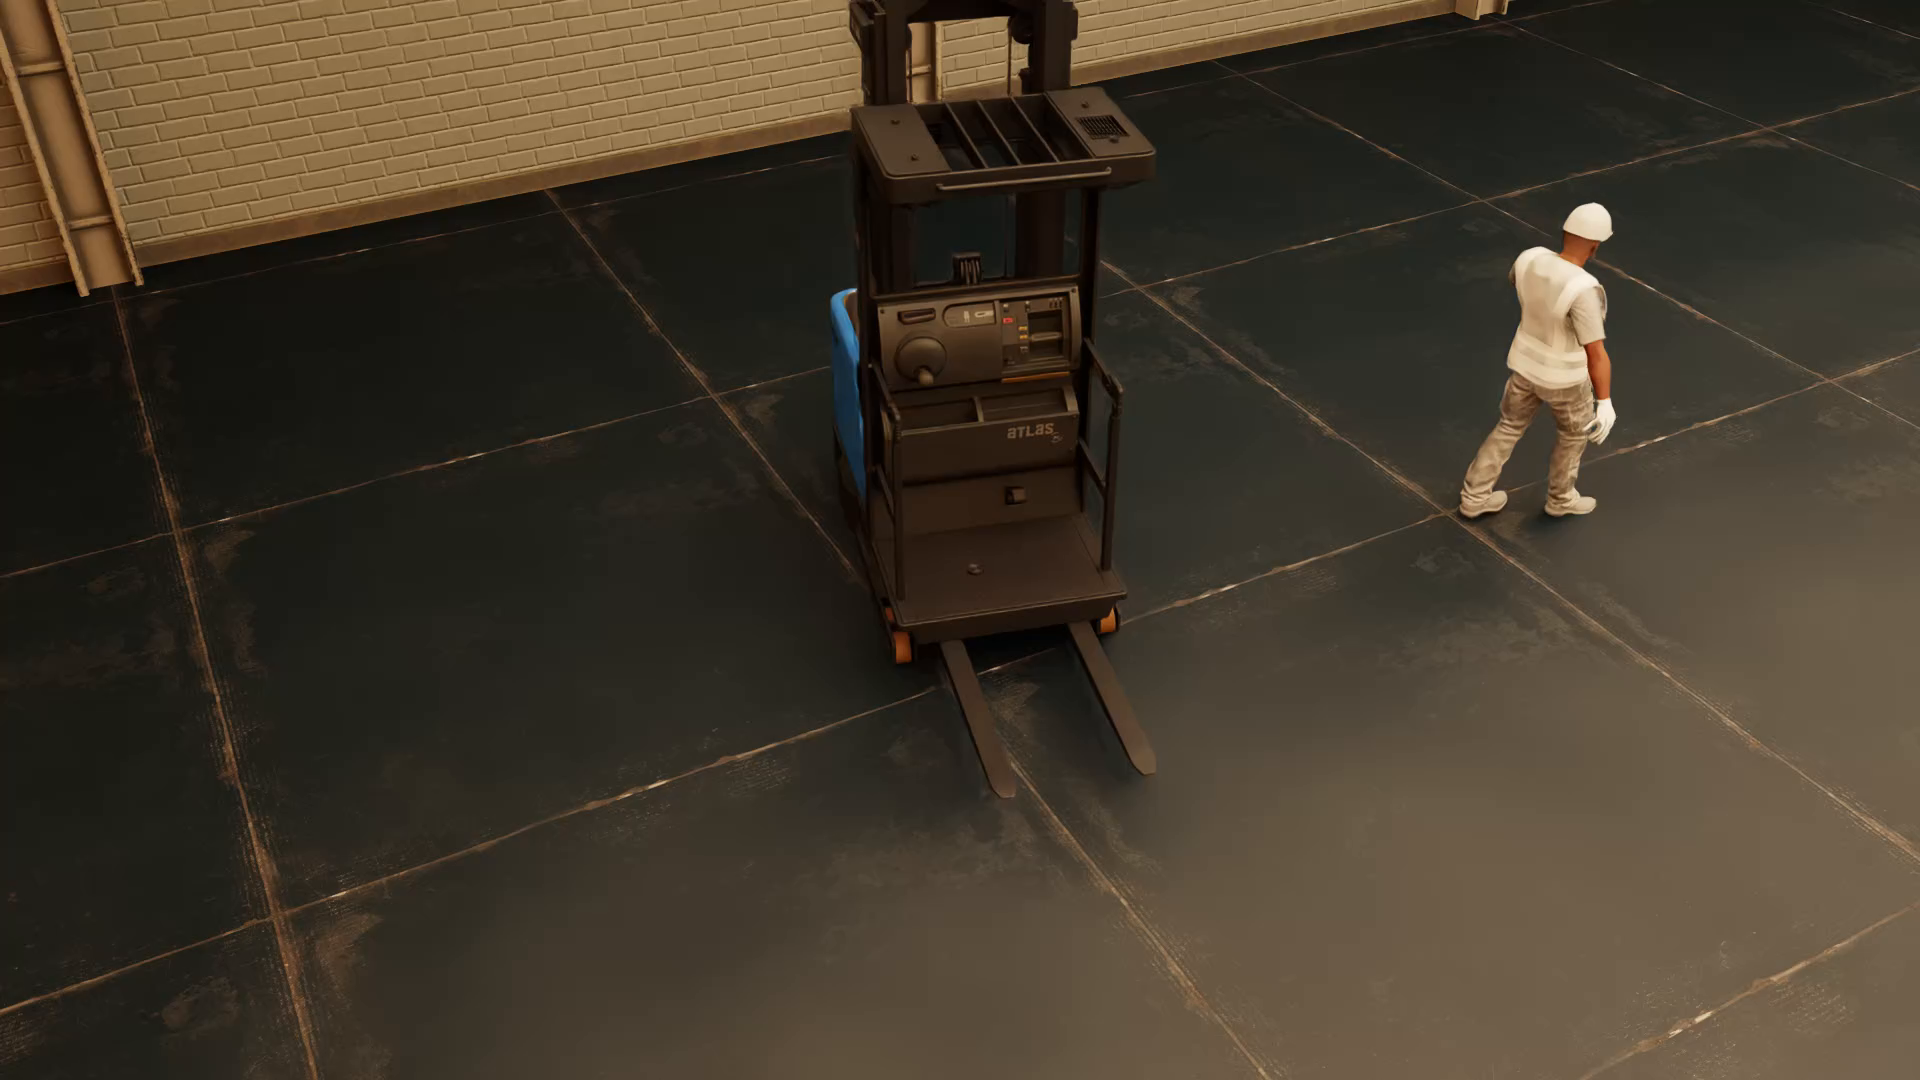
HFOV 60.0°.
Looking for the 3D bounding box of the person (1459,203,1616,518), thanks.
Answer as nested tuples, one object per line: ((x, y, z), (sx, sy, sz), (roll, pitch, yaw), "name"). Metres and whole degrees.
((3.051, -0.862, 8.376), (0.756, 1.760, 1.019), (-17, 39, -22), "person")

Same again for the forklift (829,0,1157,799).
((0.143, -0.854, 7.332), (1.130, 2.935, 3.031), (-8, 36, -11), "forklift")
